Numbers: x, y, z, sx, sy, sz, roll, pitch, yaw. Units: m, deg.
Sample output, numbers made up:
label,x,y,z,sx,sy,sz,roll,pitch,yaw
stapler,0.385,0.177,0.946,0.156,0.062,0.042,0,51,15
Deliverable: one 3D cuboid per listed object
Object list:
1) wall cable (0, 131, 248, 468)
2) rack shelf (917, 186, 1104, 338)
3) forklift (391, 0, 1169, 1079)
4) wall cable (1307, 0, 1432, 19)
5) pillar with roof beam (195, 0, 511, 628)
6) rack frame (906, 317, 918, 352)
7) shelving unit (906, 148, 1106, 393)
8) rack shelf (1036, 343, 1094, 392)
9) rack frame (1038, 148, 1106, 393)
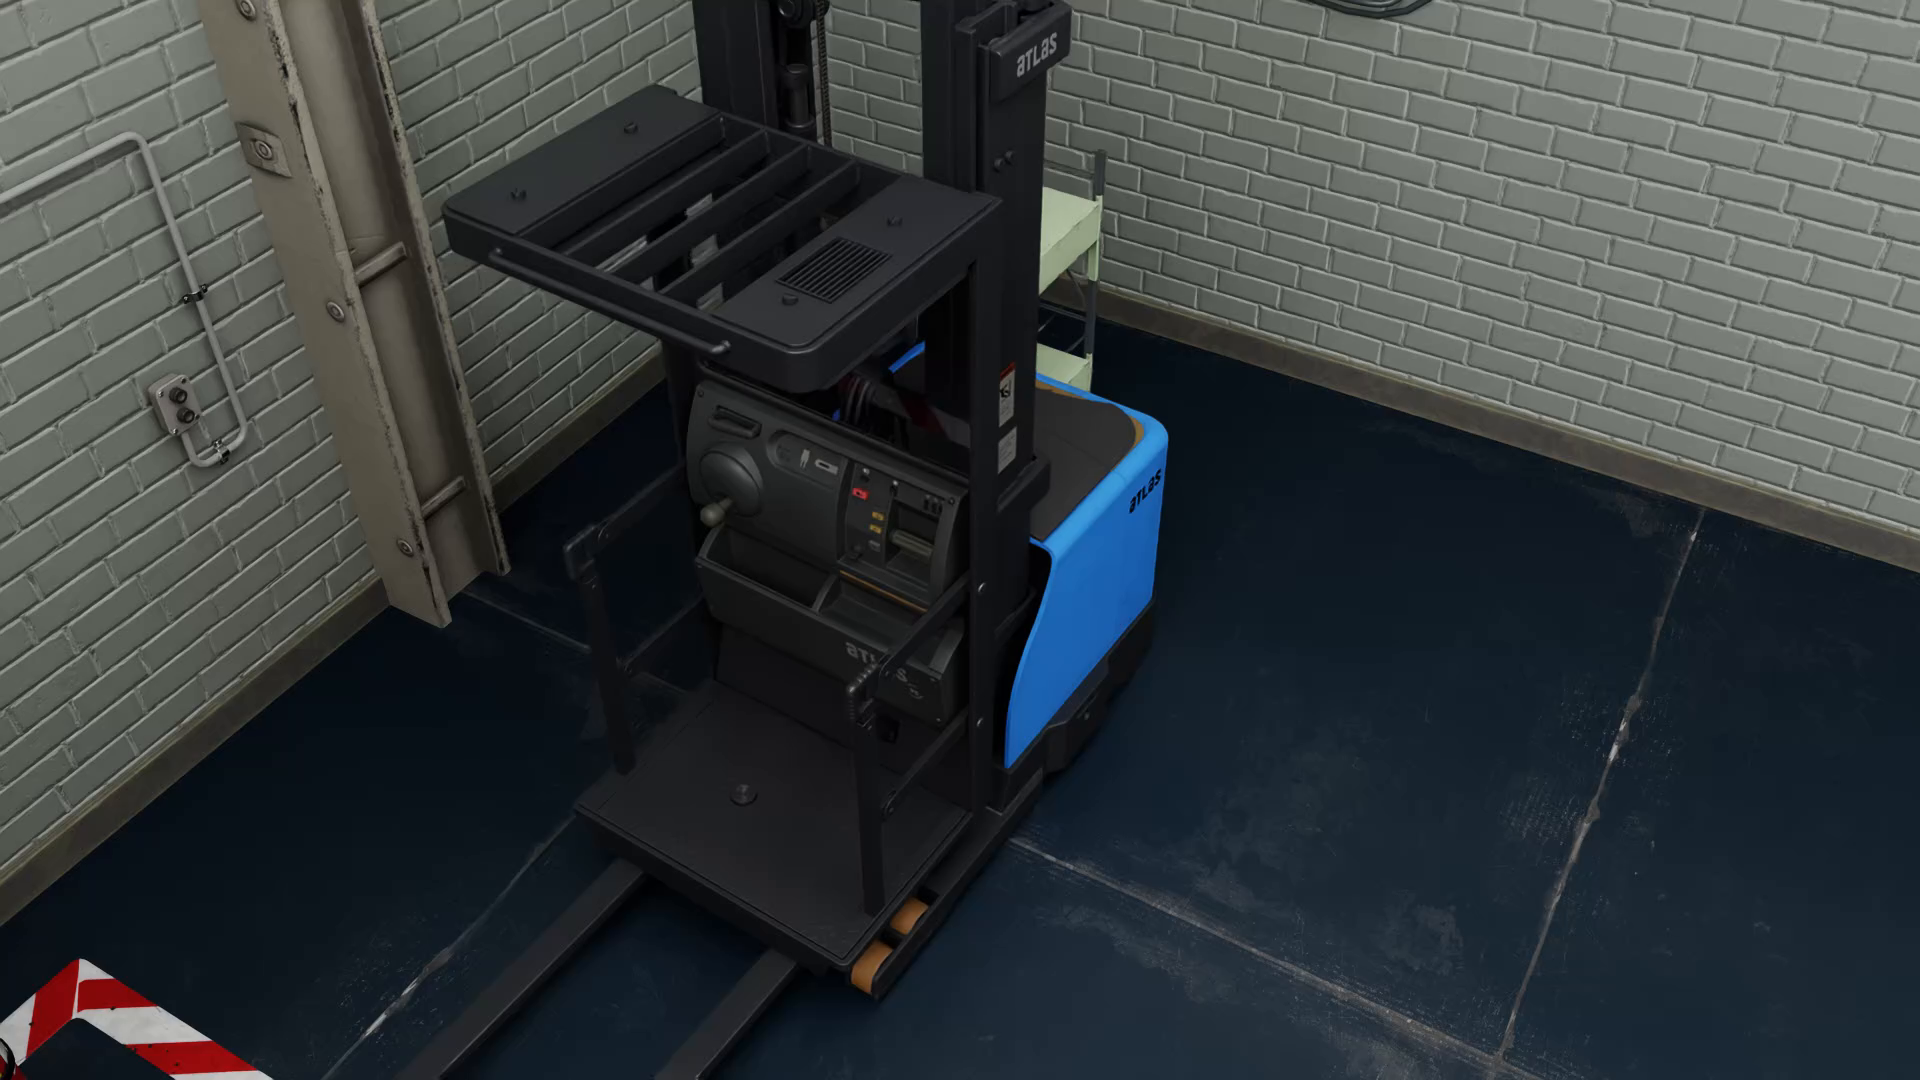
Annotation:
label,x,y,z,sx,sy,sz,roll,pitch,yaw
wall cable,-2.795,-0.546,4.332,0.084,1.984,1.851,21,45,22
rack shelf,0.171,-1.015,6.177,0.431,0.370,0.720,22,46,23
forklift,-0.519,-0.056,4.596,1.130,2.935,3.031,24,47,25
wall cable,0.523,-3.324,6.065,3.097,2.526,0.112,21,45,22
pillar with roof beam,1.713,-1.778,1.960,9.100,9.000,0.400,21,45,22
rack frame,-0.020,-0.516,6.201,0.400,1.500,0.023,22,46,23
shelving unit,0.171,-0.722,6.435,0.431,1.500,0.755,22,46,23
rack shelf,0.171,-0.477,6.651,0.431,0.370,0.720,22,46,23
rack frame,0.362,-0.928,6.669,0.400,1.500,0.023,22,46,23
